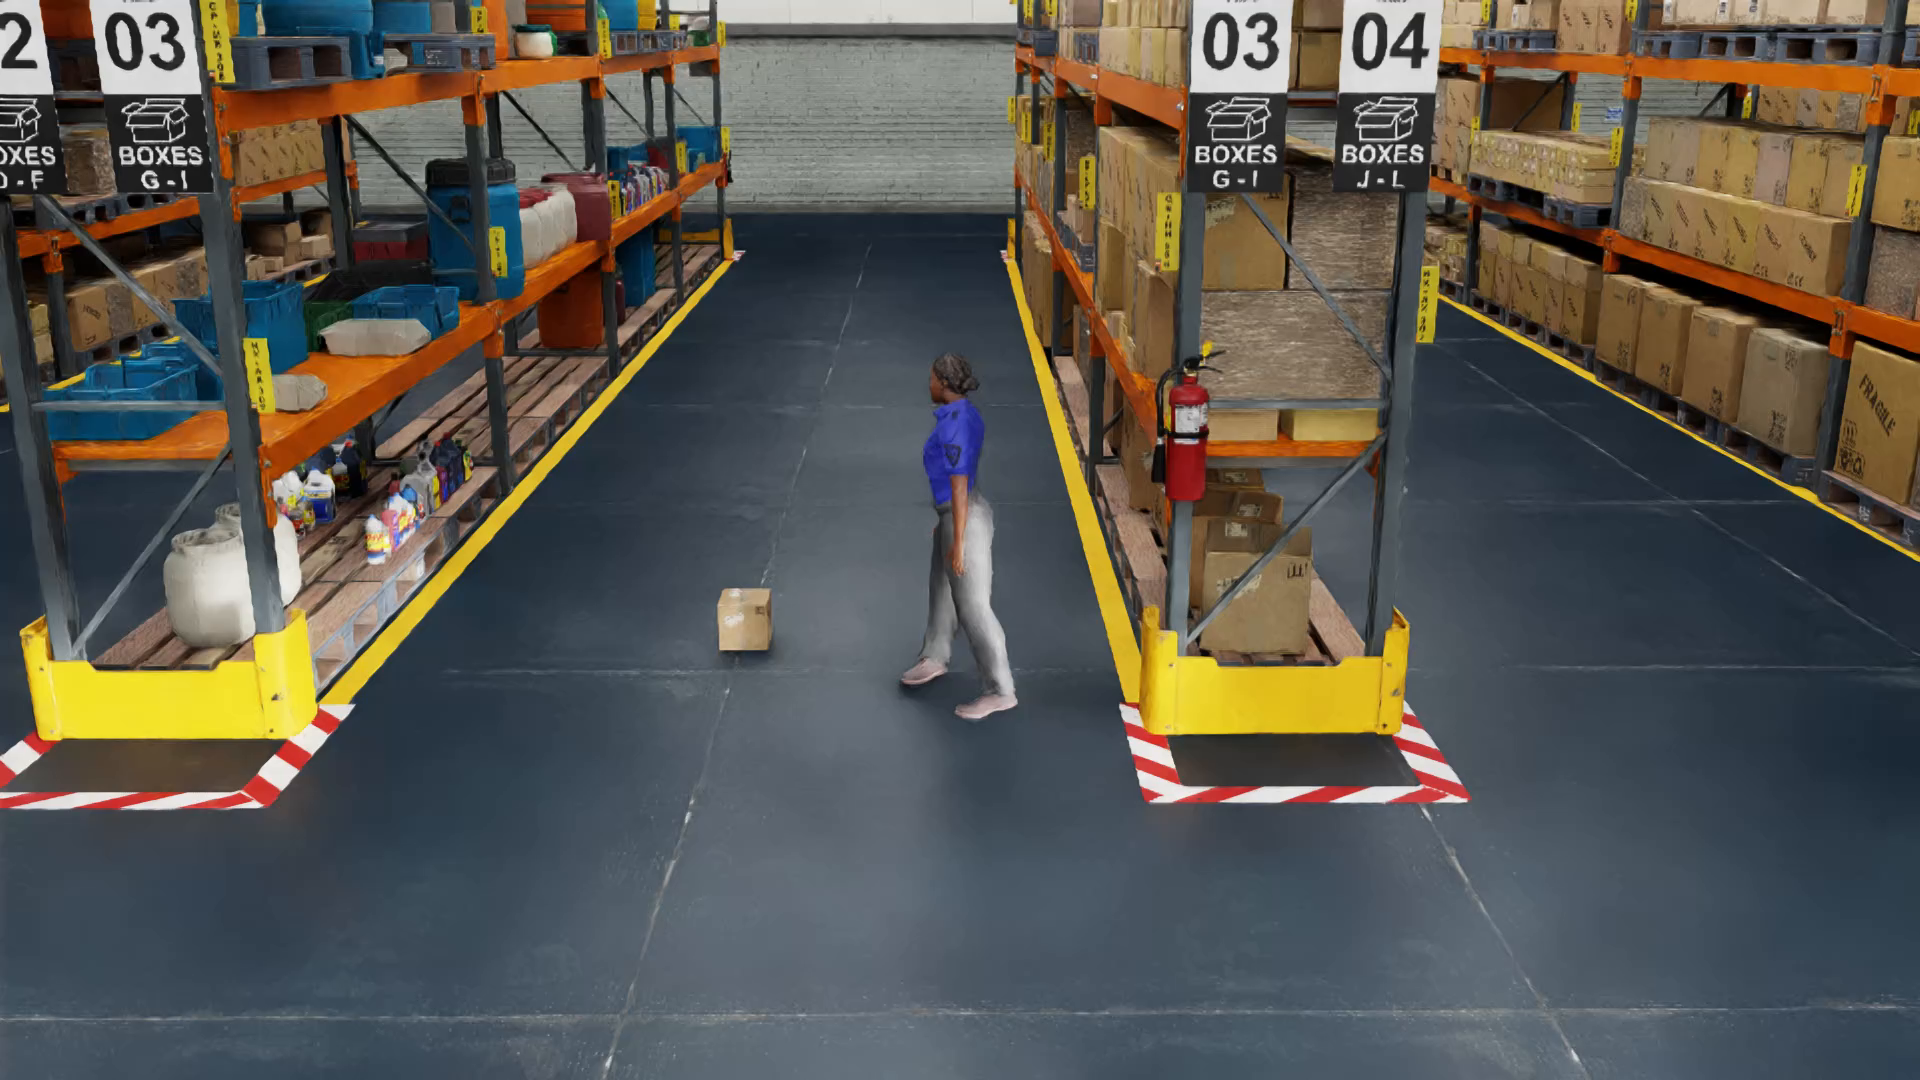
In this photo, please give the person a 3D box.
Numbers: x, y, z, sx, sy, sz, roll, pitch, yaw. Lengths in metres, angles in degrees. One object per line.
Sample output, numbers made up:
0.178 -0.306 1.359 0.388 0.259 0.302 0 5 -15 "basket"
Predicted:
-0.003 -0.038 7.704 0.575 1.659 0.580 1 17 4 "person"
